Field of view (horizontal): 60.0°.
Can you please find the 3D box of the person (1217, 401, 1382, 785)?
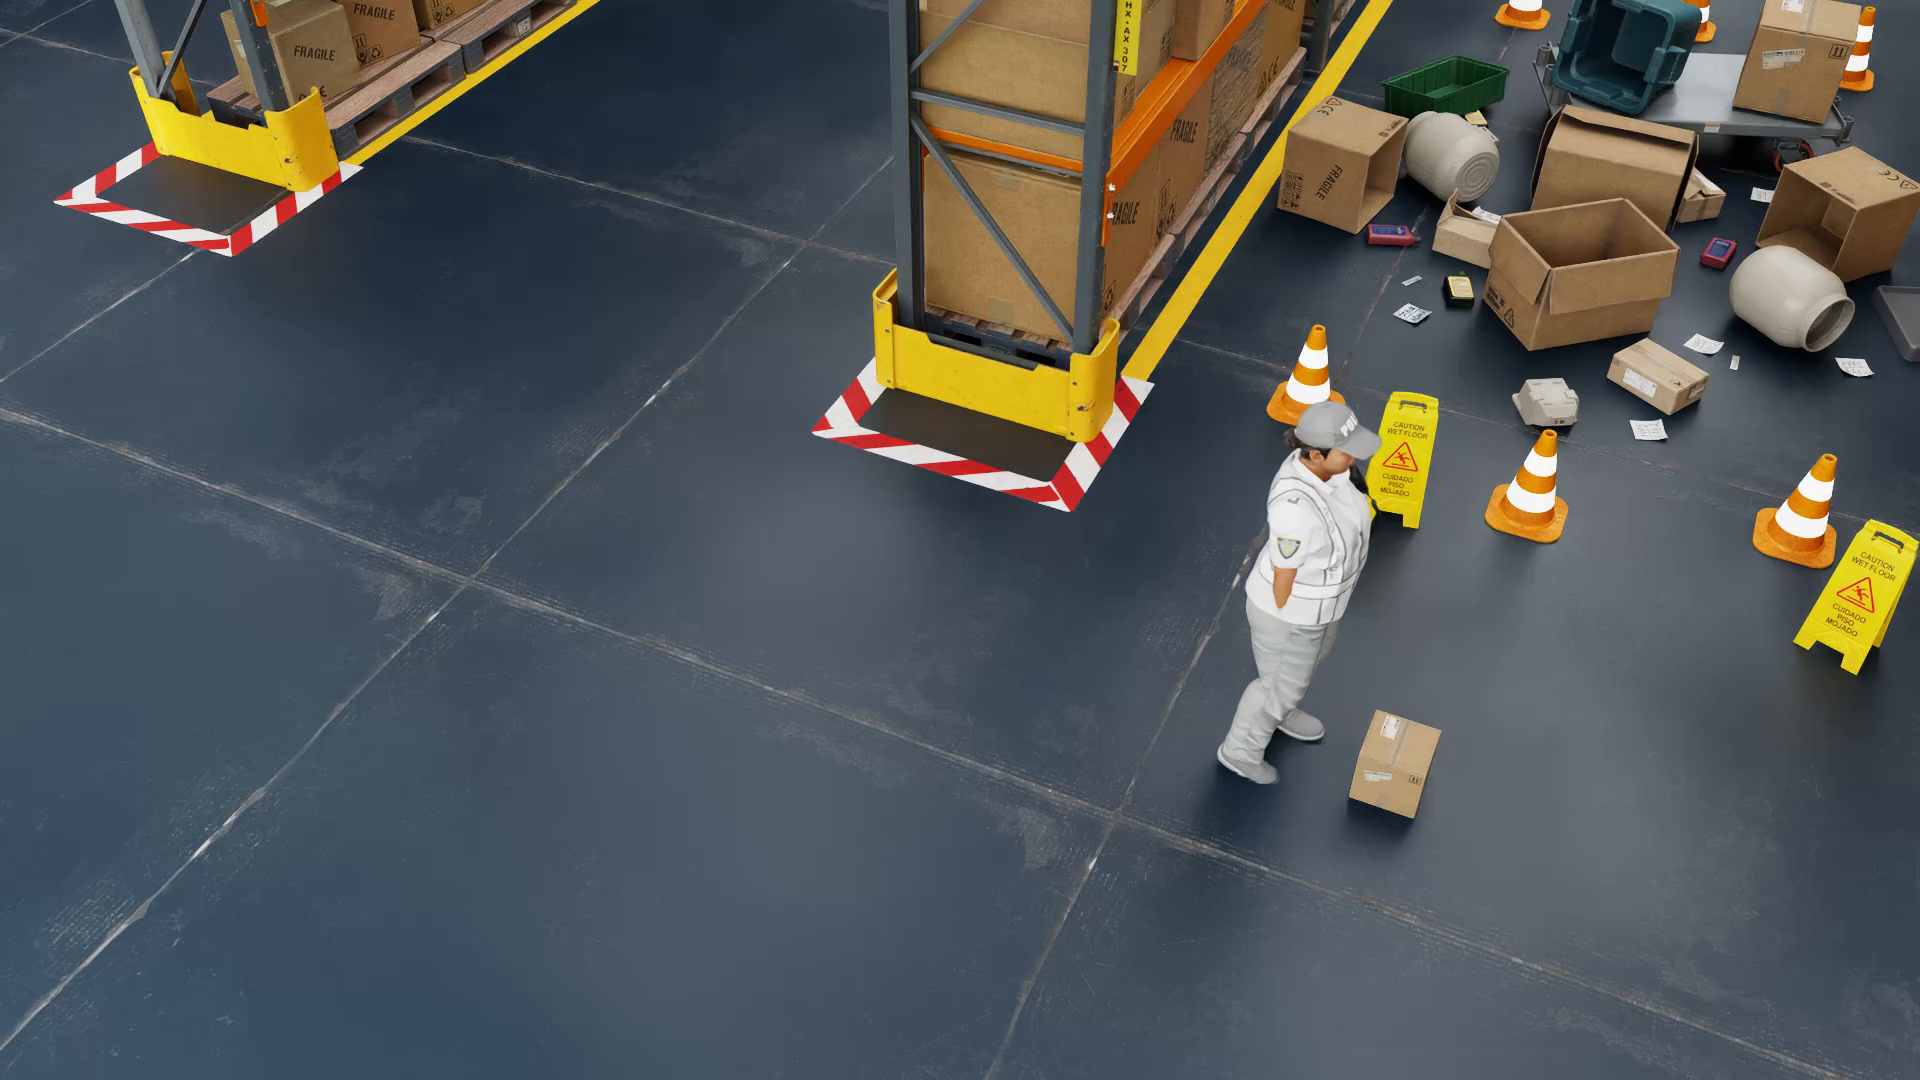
[{"bbox_3d":[1.232,0.204,5.978,0.388,1.706,0.467,18,45,19],"label":"person"}]
